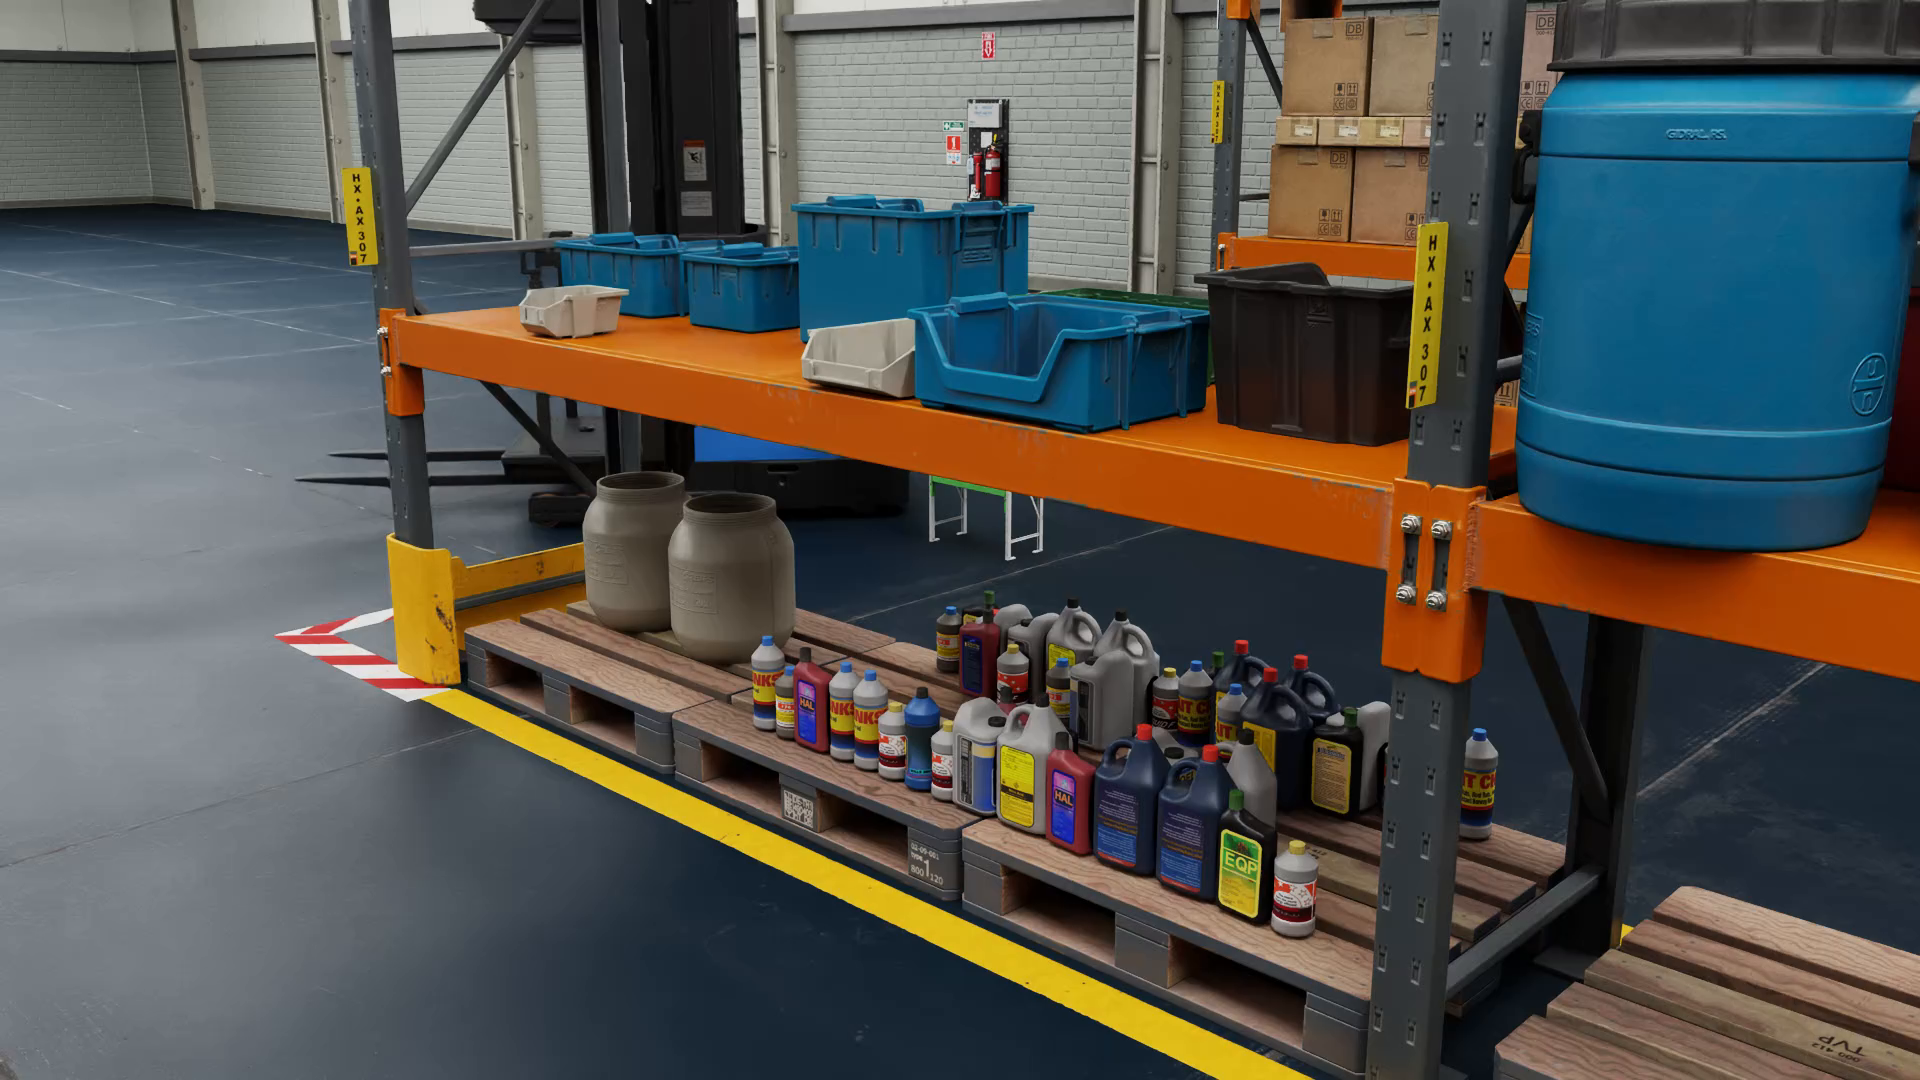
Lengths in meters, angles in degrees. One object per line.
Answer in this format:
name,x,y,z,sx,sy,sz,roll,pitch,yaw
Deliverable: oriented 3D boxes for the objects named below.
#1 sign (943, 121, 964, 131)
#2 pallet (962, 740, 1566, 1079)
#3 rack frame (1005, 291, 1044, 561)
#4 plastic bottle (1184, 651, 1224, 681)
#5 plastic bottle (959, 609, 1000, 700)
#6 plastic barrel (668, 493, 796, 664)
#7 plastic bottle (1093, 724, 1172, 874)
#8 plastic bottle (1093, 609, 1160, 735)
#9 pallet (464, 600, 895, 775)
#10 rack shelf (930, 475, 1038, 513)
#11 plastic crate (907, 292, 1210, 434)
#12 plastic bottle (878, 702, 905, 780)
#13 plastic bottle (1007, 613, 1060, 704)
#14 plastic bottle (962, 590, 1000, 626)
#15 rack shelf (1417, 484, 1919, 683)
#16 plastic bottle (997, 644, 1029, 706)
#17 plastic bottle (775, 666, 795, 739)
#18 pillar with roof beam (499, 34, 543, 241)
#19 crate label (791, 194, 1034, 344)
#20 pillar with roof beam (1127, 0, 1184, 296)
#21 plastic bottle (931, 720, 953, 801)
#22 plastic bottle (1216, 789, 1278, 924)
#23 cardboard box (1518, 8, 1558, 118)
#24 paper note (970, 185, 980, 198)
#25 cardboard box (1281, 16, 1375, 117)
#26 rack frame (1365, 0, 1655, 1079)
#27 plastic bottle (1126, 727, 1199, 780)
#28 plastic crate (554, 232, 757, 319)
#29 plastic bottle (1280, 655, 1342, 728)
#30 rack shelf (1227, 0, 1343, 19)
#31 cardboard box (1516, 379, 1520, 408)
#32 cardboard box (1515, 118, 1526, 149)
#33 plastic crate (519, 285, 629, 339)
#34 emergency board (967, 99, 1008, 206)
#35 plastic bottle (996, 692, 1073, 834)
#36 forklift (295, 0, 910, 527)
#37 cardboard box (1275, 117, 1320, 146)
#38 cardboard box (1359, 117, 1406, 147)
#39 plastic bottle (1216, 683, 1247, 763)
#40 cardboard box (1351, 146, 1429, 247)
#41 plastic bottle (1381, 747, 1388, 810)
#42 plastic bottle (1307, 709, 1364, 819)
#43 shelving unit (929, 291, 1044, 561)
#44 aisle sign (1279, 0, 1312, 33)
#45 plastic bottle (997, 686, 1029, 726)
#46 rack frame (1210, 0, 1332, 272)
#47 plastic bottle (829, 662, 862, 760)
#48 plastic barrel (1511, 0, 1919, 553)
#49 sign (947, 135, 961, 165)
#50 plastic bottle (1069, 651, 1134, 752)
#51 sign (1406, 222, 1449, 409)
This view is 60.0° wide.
sign,-0.075,-4.774,19.182,0.331,0.109,0.001,14,20,42
pallet,0.770,0.860,4.214,1.213,0.211,1.003,14,20,42
rack frame,0.295,-0.509,7.506,0.015,1.200,0.240,14,20,42
plastic bottle,0.706,0.451,4.767,0.061,0.283,0.133,-13,20,-42
plastic bottle,0.060,0.347,5.165,0.133,0.283,0.061,14,20,42
plastic barrel,-0.767,0.125,5.604,0.421,0.512,0.421,0,15,0
plastic bottle,0.423,0.610,4.021,0.185,0.351,0.144,12,19,39
plastic bottle,0.490,0.380,4.904,0.185,0.351,0.144,13,20,42
pallet,-0.986,0.433,5.853,1.213,0.211,1.003,14,20,42
rack shelf,0.119,-0.258,7.746,0.480,0.148,0.258,14,20,42
plastic crate,0.239,-0.437,3.955,0.616,0.251,0.499,14,20,42
plastic bottle,-0.176,0.545,4.567,0.097,0.201,0.097,0,15,0
plastic bottle,0.234,0.356,5.147,0.135,0.276,0.152,13,19,41
plastic bottle,0.068,0.296,5.362,0.061,0.283,0.133,-14,20,-43
rack shelf,2.664,0.334,2.130,4.000,0.370,1.077,14,20,42
plastic bottle,0.161,0.418,5.057,0.097,0.201,0.097,0,15,0
plastic bottle,-0.491,0.469,4.862,0.097,0.201,0.097,0,15,0
pillar with roof beam,-9.620,-8.169,21.437,0.400,9.000,9.100,14,20,42
crate label,-0.142,-0.809,5.017,0.616,0.435,0.502,14,20,42
pillar with roof beam,-0.981,-6.069,13.377,0.400,9.000,9.100,14,20,42
plastic bottle,-0.028,0.581,4.429,0.097,0.201,0.097,0,15,0
plastic bottle,0.649,0.713,3.763,0.061,0.283,0.133,-13,20,-41
cardboard box,2.897,-2.367,8.295,0.500,0.500,0.700,14,20,42
paper note,0.175,-4.004,19.097,0.142,0.148,0.016,14,20,42
cardboard box,2.151,-2.546,8.983,0.500,0.500,0.700,14,20,42
rack frame,1.225,-0.365,3.382,0.127,3.000,1.000,14,20,42
plastic bottle,0.508,0.615,4.151,0.135,0.276,0.152,14,20,42
plastic crate,-1.087,-0.959,5.960,0.616,0.251,0.499,14,20,42
plastic bottle,0.932,0.488,4.492,0.144,0.351,0.185,-14,20,-43
rack shelf,3.226,-2.716,7.886,4.000,0.370,1.077,14,20,42
cardboard box,3.096,-0.801,8.192,0.500,0.500,0.500,14,20,42
cardboard box,2.847,-1.993,8.145,0.250,0.149,0.380,13,20,41
plastic crate,-1.234,-0.722,5.277,0.250,0.136,0.298,14,20,42
emergency board,0.254,-4.387,18.819,0.643,1.169,0.194,14,20,42
plastic bottle,0.190,0.554,4.238,0.185,0.351,0.144,14,20,42
forklift,-1.803,-1.620,8.337,3.031,2.935,1.130,-1,15,-5
cardboard box,1.919,-2.218,9.009,0.250,0.149,0.380,13,20,42
cardboard box,2.289,-2.128,8.665,0.250,0.149,0.380,14,20,42
plastic bottle,0.743,0.523,4.515,0.097,0.271,0.097,0,15,0
cardboard box,2.494,-1.836,8.832,0.700,0.500,0.500,-14,20,-43
plastic bottle,1.153,0.606,4.336,0.097,0.201,0.097,0,15,0
plastic bottle,0.974,0.569,4.312,0.133,0.283,0.061,14,20,42
shelving unit,0.119,-0.552,7.670,0.503,1.200,0.258,14,20,42
aisle sign,1.943,-3.286,9.438,0.004,0.787,0.394,14,20,42
plastic bottle,0.150,0.538,4.433,0.133,0.283,0.061,14,20,42
rack frame,1.786,-1.963,9.517,0.127,3.000,1.000,14,20,42
plastic bottle,-0.319,0.477,4.692,0.097,0.271,0.097,0,15,0
plastic barrel,1.292,-0.485,2.848,0.708,0.901,0.600,14,20,42
sign,-0.072,-4.520,19.258,0.234,0.329,0.001,14,20,42
plastic bottle,0.405,0.448,4.794,0.135,0.276,0.152,14,20,42
sign,0.835,-0.401,2.971,0.005,0.325,0.100,14,20,42
